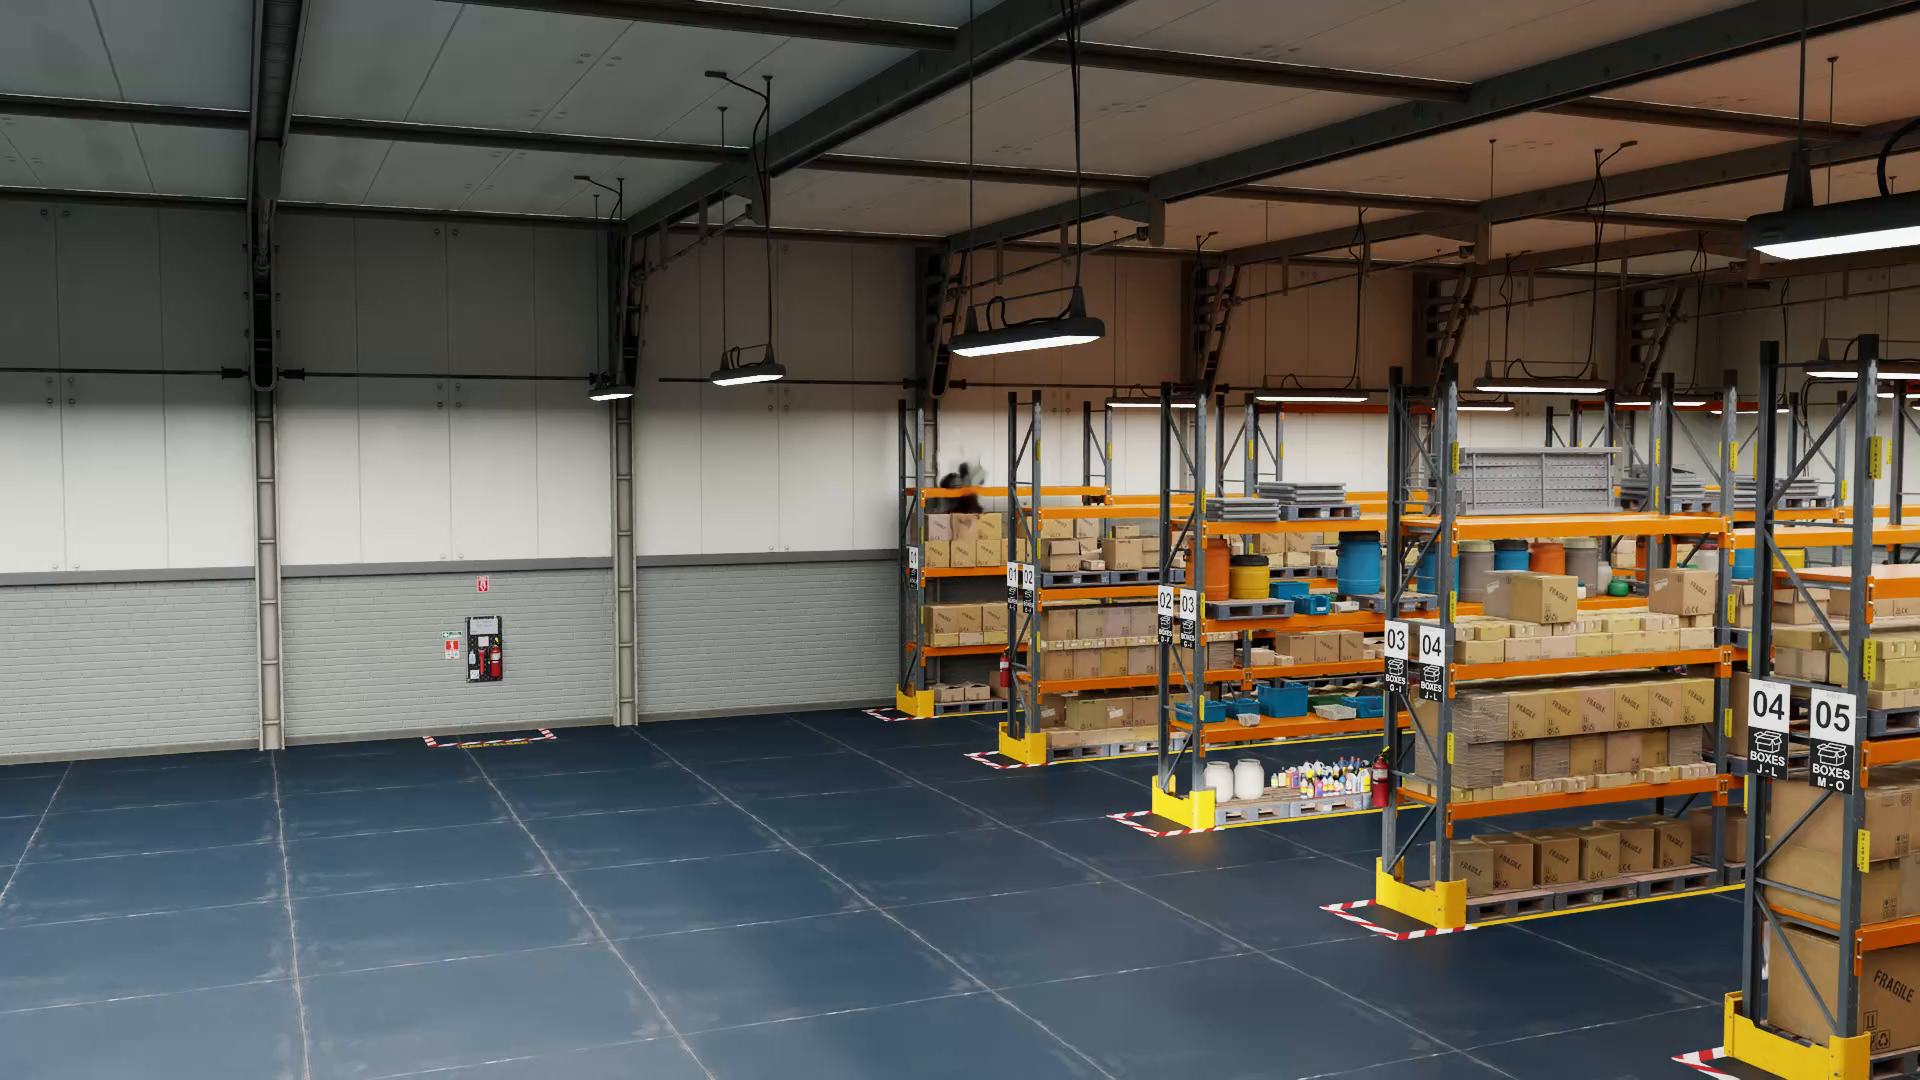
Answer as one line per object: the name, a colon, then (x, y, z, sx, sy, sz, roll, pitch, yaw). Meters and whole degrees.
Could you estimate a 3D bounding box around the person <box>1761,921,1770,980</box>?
person: (7.989, 3.357, 15.953, 0.836, 1.838, 0.688, -1, 4, -24)
